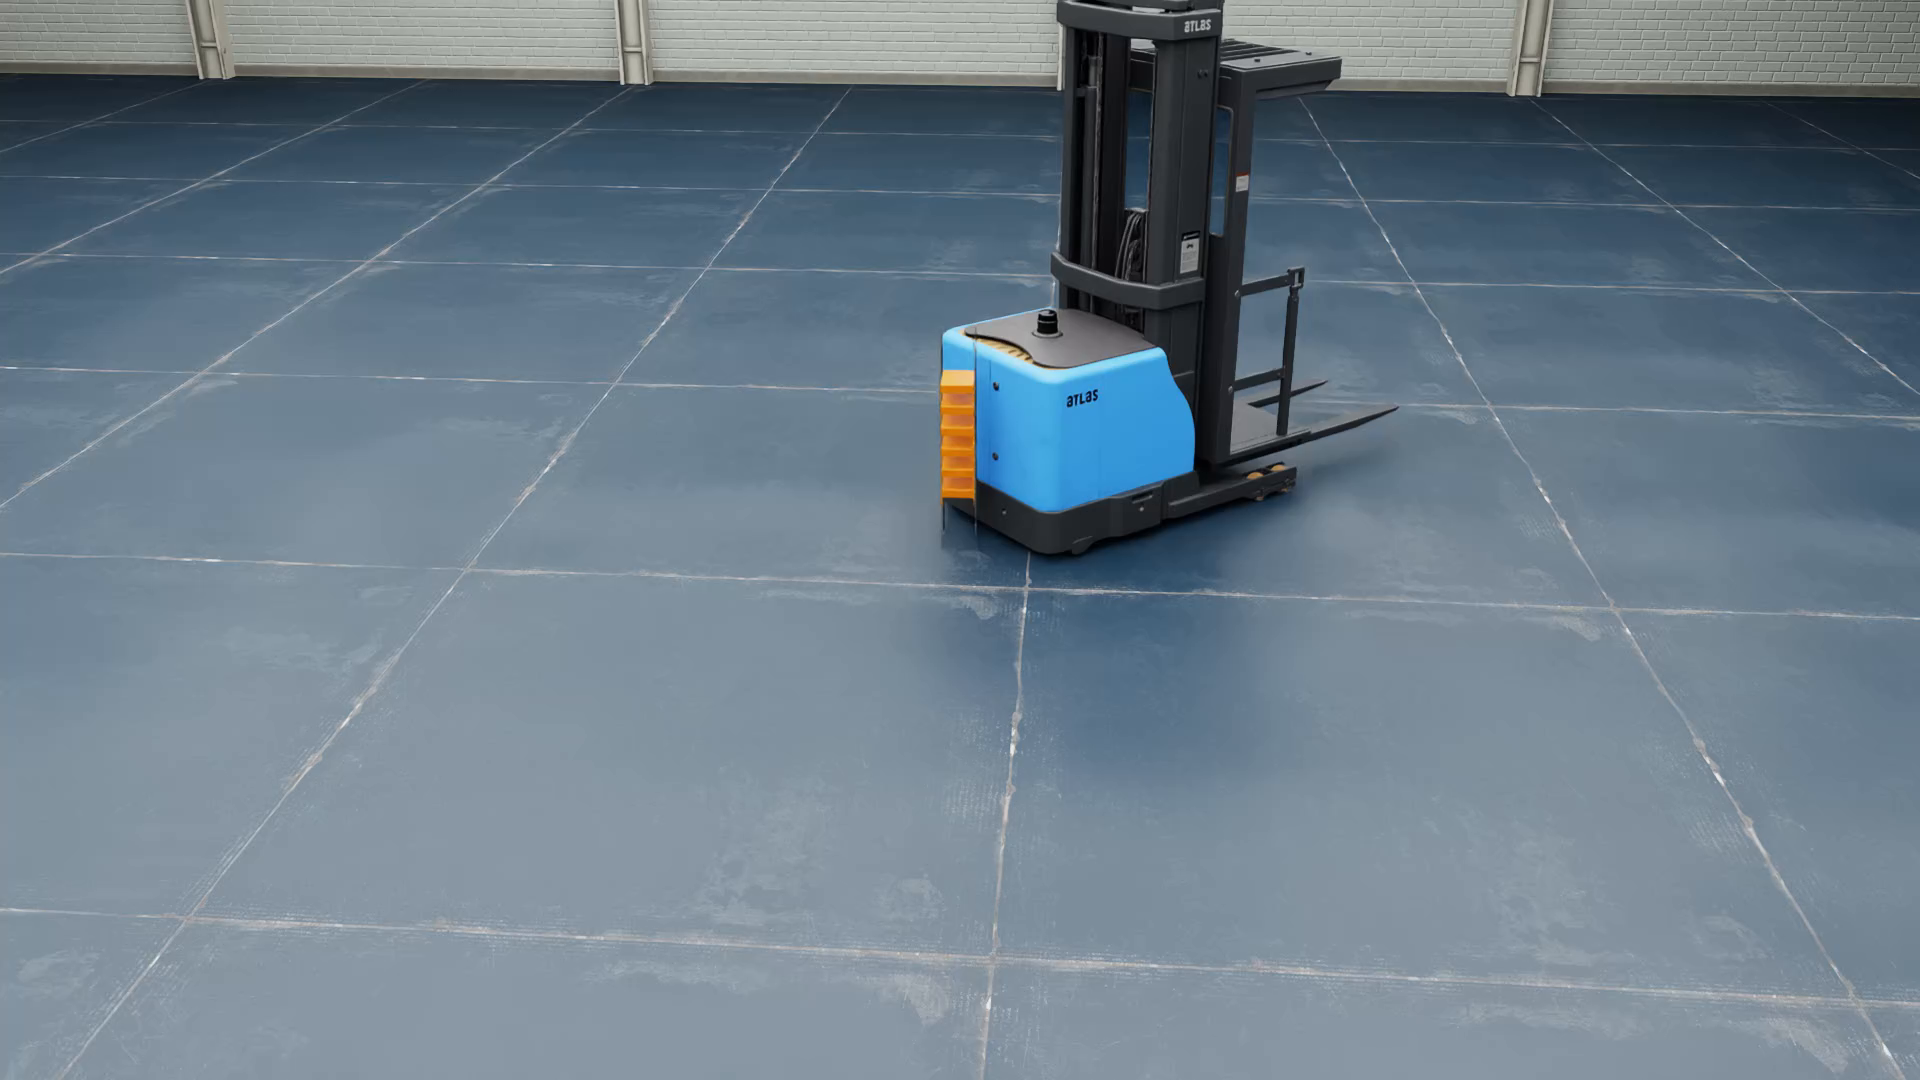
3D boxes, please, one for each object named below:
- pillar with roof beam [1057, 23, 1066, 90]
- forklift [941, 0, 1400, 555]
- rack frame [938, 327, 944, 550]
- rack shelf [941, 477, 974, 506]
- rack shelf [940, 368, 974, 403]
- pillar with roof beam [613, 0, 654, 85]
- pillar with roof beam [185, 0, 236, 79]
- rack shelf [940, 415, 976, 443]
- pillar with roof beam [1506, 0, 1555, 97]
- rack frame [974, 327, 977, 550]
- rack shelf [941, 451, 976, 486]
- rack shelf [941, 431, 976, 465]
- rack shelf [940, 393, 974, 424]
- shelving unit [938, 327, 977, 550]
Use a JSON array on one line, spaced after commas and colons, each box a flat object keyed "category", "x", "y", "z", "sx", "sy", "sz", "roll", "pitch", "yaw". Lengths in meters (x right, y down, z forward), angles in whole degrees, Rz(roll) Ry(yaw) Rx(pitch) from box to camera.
[{"category": "pillar with roof beam", "x": 1.191, "y": -8.424, "z": 16.792, "sx": 0.400, "sy": 9.000, "sz": 9.100, "roll": 2, "pitch": 25, "yaw": 4}, {"category": "forklift", "x": 1.377, "y": -1.722, "z": 9.486, "sx": 3.031, "sy": 2.935, "sz": 1.130, "roll": -17, "pitch": 30, "yaw": -32}, {"category": "rack frame", "x": -0.100, "y": -0.538, "z": 8.978, "sx": 0.006, "sy": 1.200, "sz": 0.240, "roll": 1, "pitch": 26, "yaw": 2}, {"category": "rack shelf", "x": -0.007, "y": -0.280, "z": 9.097, "sx": 0.180, "sy": 0.103, "sz": 0.258, "roll": 1, "pitch": 26, "yaw": 2}, {"category": "rack shelf", "x": -0.010, "y": -0.821, "z": 8.838, "sx": 0.180, "sy": 0.103, "sz": 0.258, "roll": 1, "pitch": 26, "yaw": 2}, {"category": "pillar with roof beam", "x": -4.791, "y": -8.616, "z": 17.210, "sx": 0.400, "sy": 9.000, "sz": 9.100, "roll": 2, "pitch": 25, "yaw": 4}, {"category": "pillar with roof beam", "x": -10.774, "y": -8.808, "z": 17.627, "sx": 0.400, "sy": 9.000, "sz": 9.100, "roll": 2, "pitch": 25, "yaw": 4}, {"category": "rack shelf", "x": -0.009, "y": -0.605, "z": 8.942, "sx": 0.180, "sy": 0.103, "sz": 0.258, "roll": 1, "pitch": 26, "yaw": 2}, {"category": "pillar with roof beam", "x": 7.173, "y": -8.232, "z": 16.375, "sx": 0.400, "sy": 9.000, "sz": 9.100, "roll": 2, "pitch": 25, "yaw": 4}, {"category": "rack frame", "x": 0.083, "y": -0.536, "z": 8.970, "sx": 0.006, "sy": 1.200, "sz": 0.240, "roll": 1, "pitch": 26, "yaw": 2}, {"category": "rack shelf", "x": -0.007, "y": -0.388, "z": 9.045, "sx": 0.180, "sy": 0.103, "sz": 0.258, "roll": 1, "pitch": 26, "yaw": 2}, {"category": "rack shelf", "x": -0.008, "y": -0.497, "z": 8.993, "sx": 0.180, "sy": 0.103, "sz": 0.258, "roll": 1, "pitch": 26, "yaw": 2}, {"category": "rack shelf", "x": -0.010, "y": -0.713, "z": 8.890, "sx": 0.180, "sy": 0.103, "sz": 0.258, "roll": 1, "pitch": 26, "yaw": 2}, {"category": "shelving unit", "x": -0.008, "y": -0.537, "z": 8.974, "sx": 0.189, "sy": 1.200, "sz": 0.258, "roll": 1, "pitch": 26, "yaw": 2}]
